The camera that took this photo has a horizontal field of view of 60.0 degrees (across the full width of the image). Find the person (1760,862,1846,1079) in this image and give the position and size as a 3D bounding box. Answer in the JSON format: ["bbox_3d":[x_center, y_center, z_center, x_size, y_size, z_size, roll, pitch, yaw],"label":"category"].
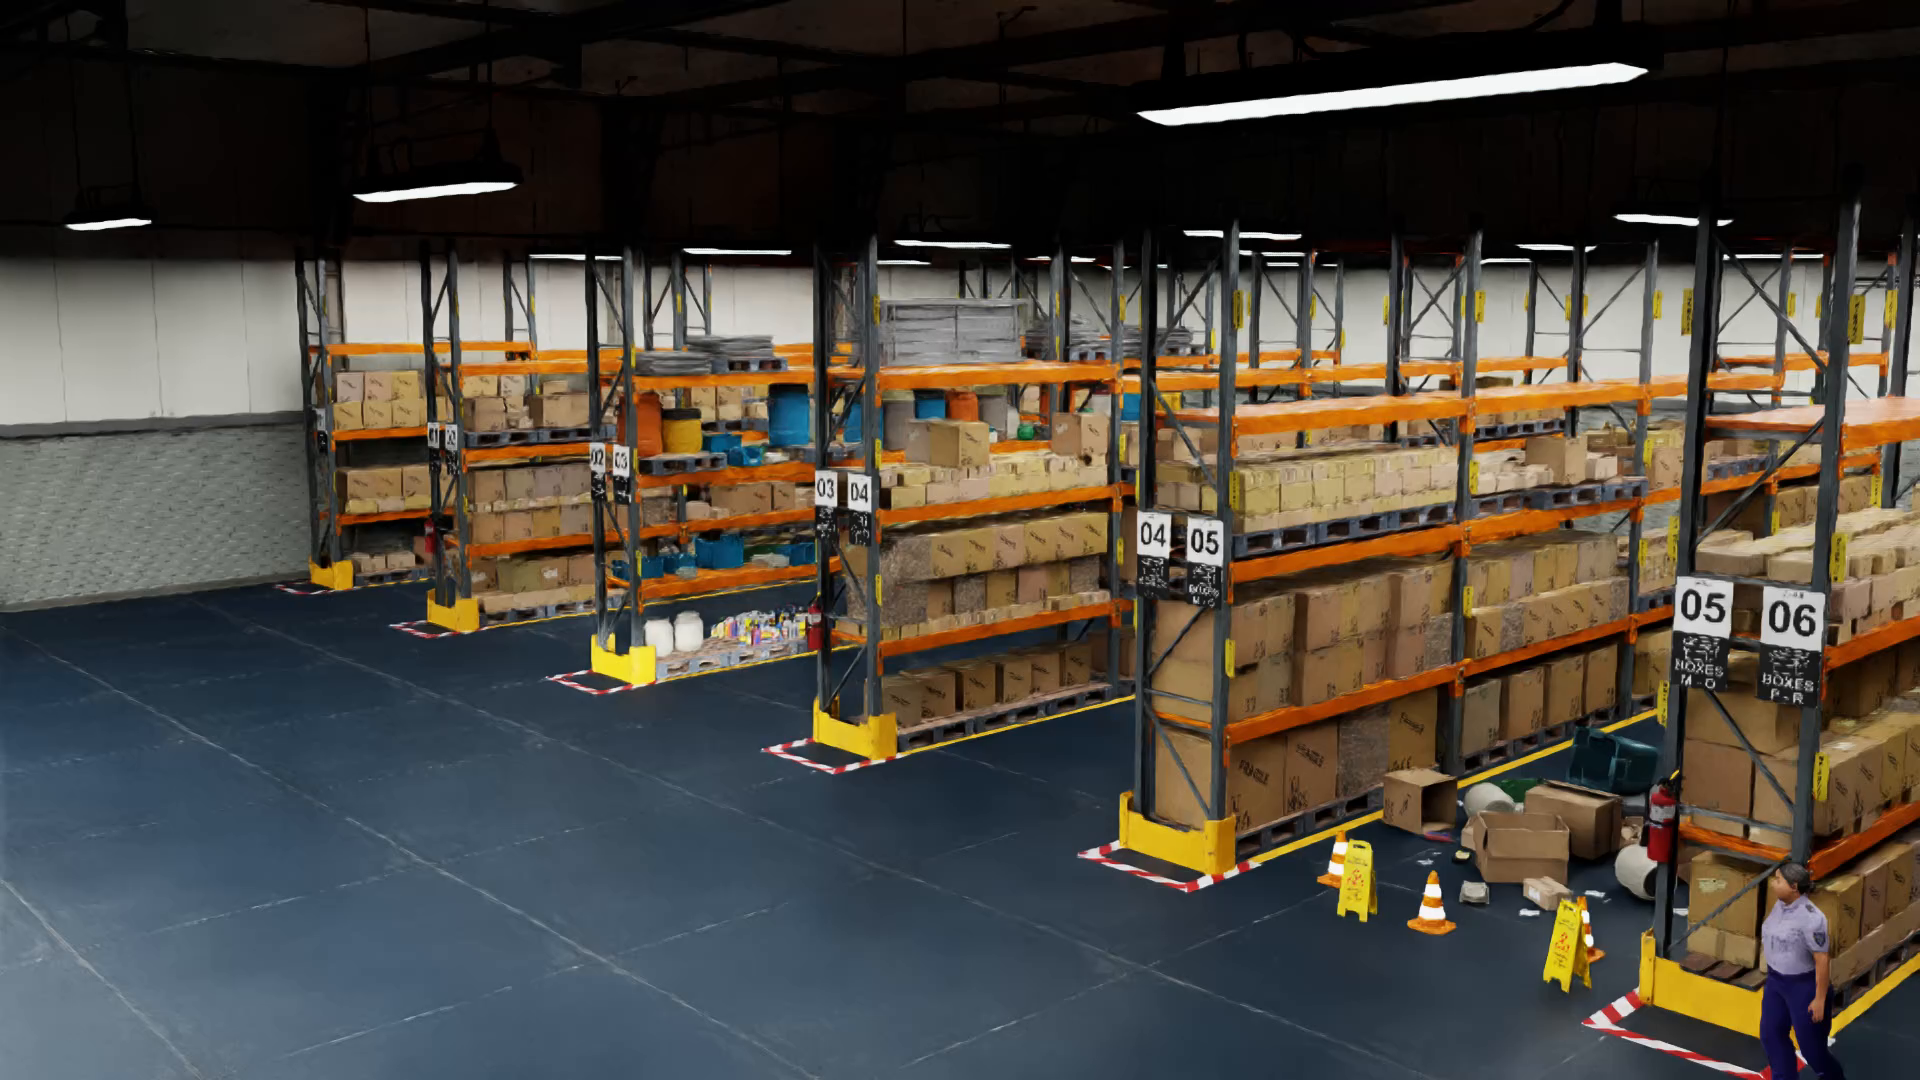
[{"bbox_3d":[5.381,2.842,10.517,0.551,1.636,0.548,-1,8,-5],"label":"person"}]

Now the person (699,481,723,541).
[{"bbox_3d":[-4.767,-0.368,32.006,0.546,1.721,0.729,-8,12,-44],"label":"person"}]

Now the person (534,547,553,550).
[{"bbox_3d":[-7.267,0.082,29.124,1.096,1.655,0.558,-7,11,-38],"label":"person"}]
